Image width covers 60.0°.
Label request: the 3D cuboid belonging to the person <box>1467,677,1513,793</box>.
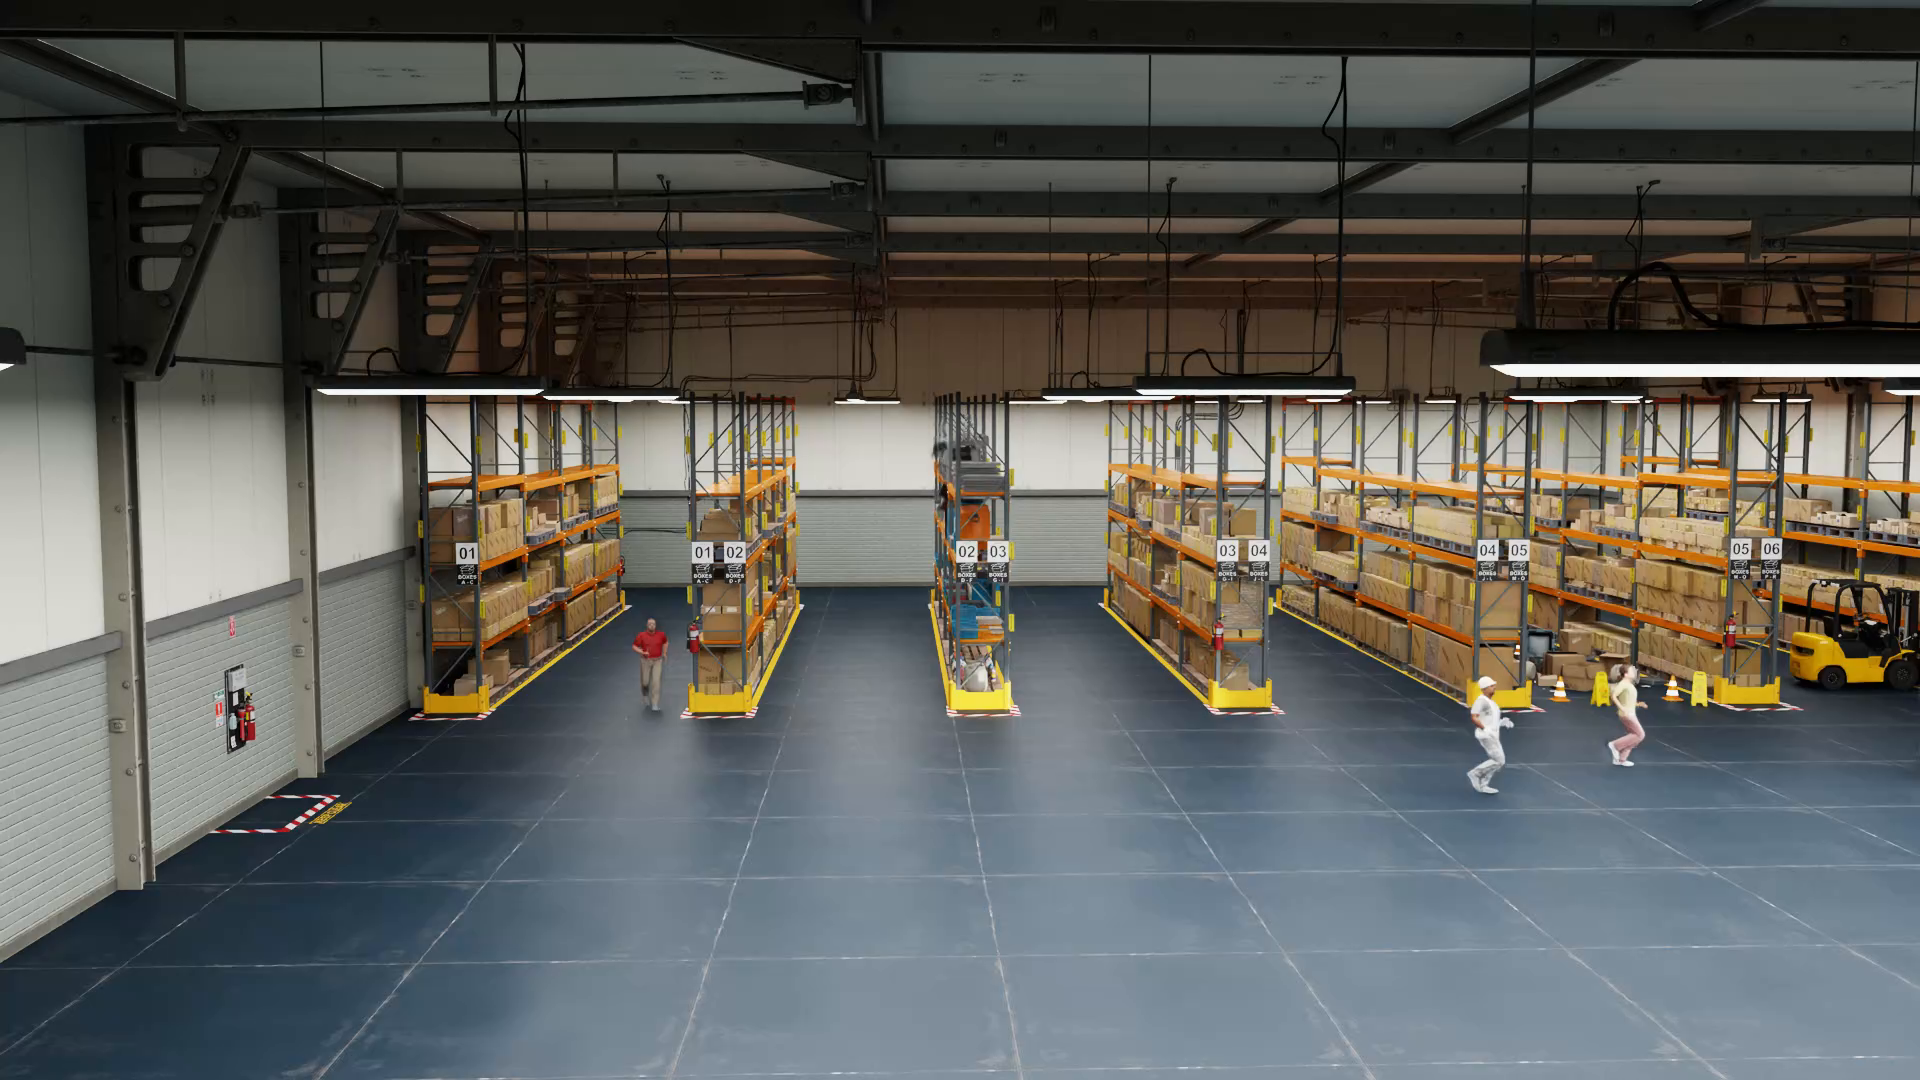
[{"bbox_3d":[7.827,2.886,24.544,0.606,1.735,0.675,2,5,25],"label":"person"}]

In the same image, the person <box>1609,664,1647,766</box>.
[{"bbox_3d":[10.641,2.790,26.477,0.540,1.627,0.575,2,5,28],"label":"person"}]

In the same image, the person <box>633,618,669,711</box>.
[{"bbox_3d":[-5.843,2.328,31.468,0.686,1.702,0.871,-1,5,-15],"label":"person"}]
